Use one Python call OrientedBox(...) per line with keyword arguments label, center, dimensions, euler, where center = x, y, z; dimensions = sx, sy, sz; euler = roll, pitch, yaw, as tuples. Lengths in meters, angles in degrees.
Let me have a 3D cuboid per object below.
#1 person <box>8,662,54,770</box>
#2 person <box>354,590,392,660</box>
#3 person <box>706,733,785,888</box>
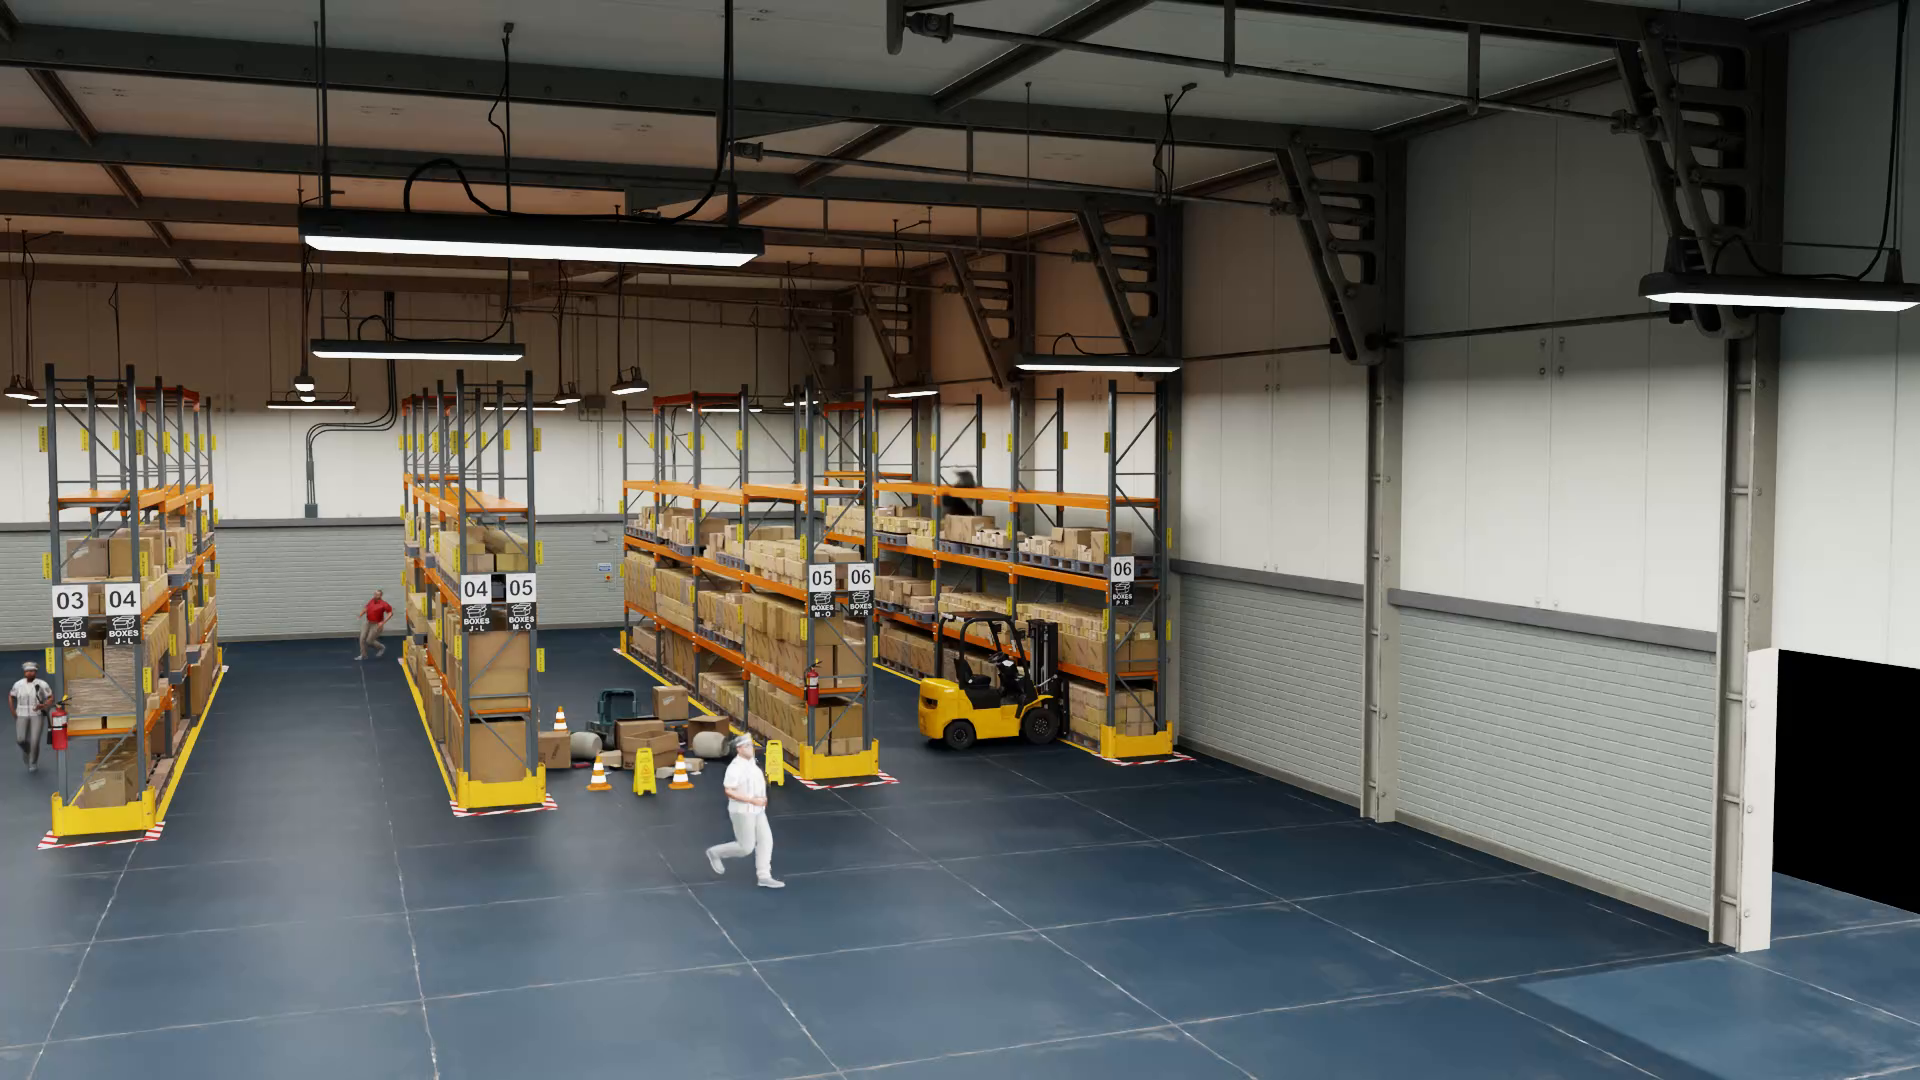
OrientedBox(label="person", center=(-14.175, 2.686, 25.357), dimensions=(0.636, 1.662, 0.500), euler=(-1, 4, -19))
OrientedBox(label="person", center=(-13.458, 1.951, 38.250), dimensions=(0.802, 1.631, 0.661), euler=(2, 4, 29))
OrientedBox(label="person", center=(-2.402, 3.035, 18.764), dimensions=(0.917, 1.748, 0.678), euler=(1, 4, 21))
